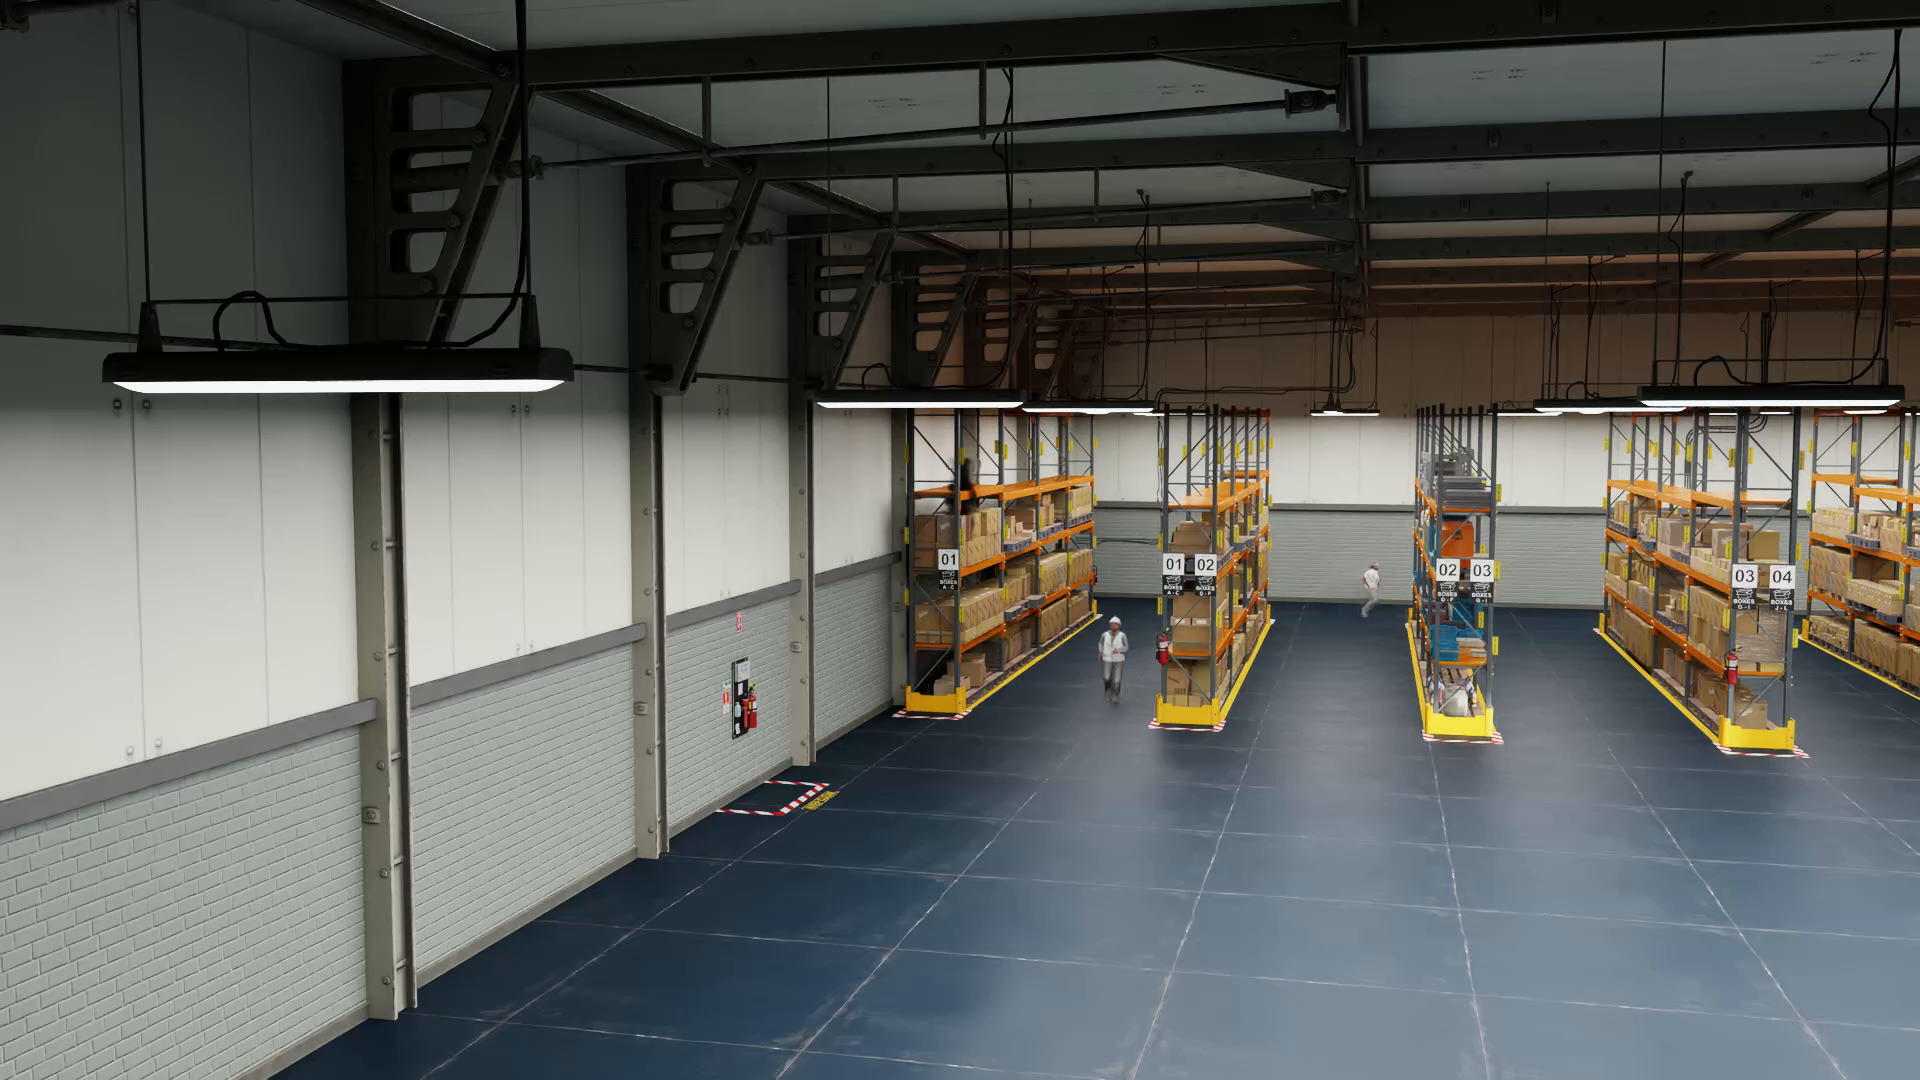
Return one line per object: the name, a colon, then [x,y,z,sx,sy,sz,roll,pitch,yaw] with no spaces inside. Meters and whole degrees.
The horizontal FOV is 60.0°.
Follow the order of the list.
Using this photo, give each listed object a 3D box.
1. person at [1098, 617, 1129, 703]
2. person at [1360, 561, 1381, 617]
person: [3.065,2.412,33.311,0.630,1.730,0.649,1,4,10]
person: [11.897,1.417,48.116,0.521,1.591,0.712,3,5,33]
